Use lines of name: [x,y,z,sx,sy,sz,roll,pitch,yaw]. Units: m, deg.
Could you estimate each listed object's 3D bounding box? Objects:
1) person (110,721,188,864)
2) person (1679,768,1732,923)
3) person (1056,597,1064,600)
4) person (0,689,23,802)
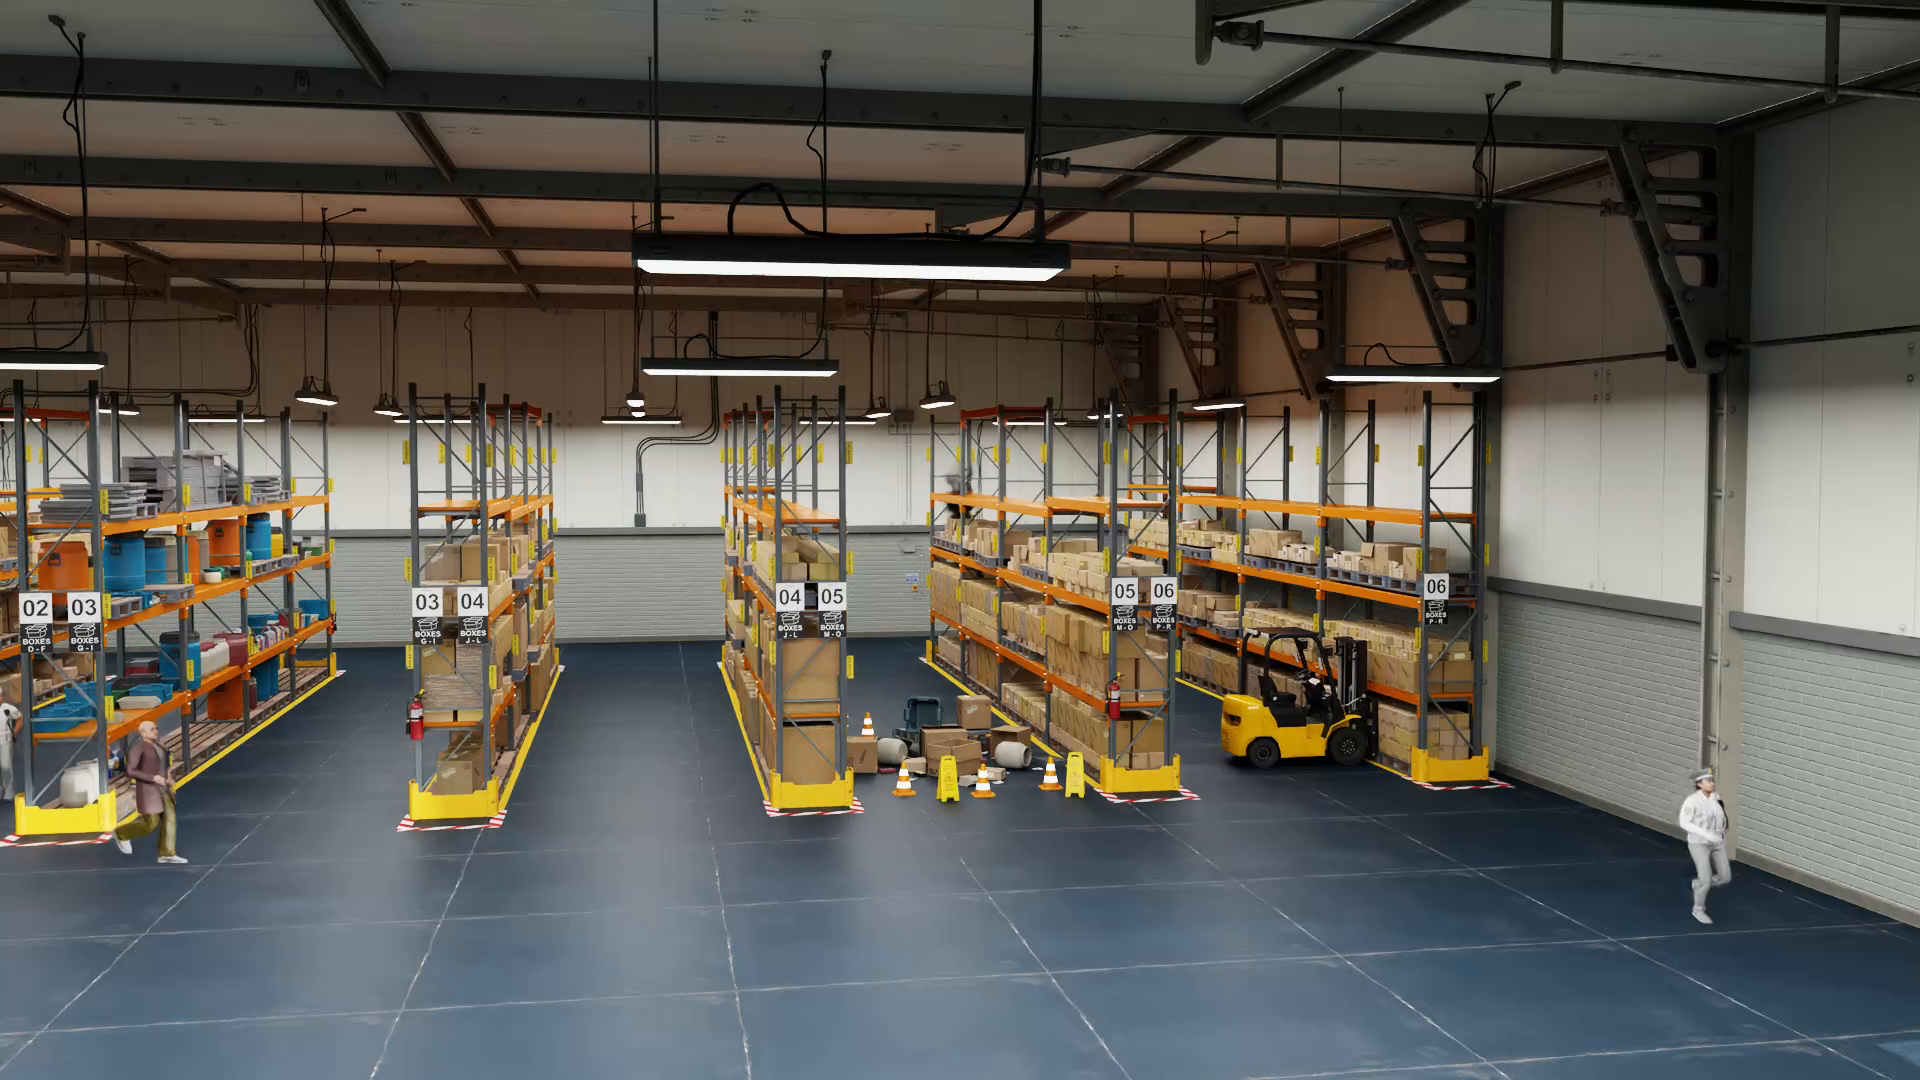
person: [-9.925,3.092,20.365,0.934,1.765,0.710,0,3,7]
person: [8.028,3.268,17.871,0.658,1.664,0.561,-1,3,-19]
person: [2.302,1.934,38.404,0.584,1.677,0.677,-1,3,-21]
person: [-13.891,2.965,24.028,0.571,1.660,0.665,-1,3,-22]
